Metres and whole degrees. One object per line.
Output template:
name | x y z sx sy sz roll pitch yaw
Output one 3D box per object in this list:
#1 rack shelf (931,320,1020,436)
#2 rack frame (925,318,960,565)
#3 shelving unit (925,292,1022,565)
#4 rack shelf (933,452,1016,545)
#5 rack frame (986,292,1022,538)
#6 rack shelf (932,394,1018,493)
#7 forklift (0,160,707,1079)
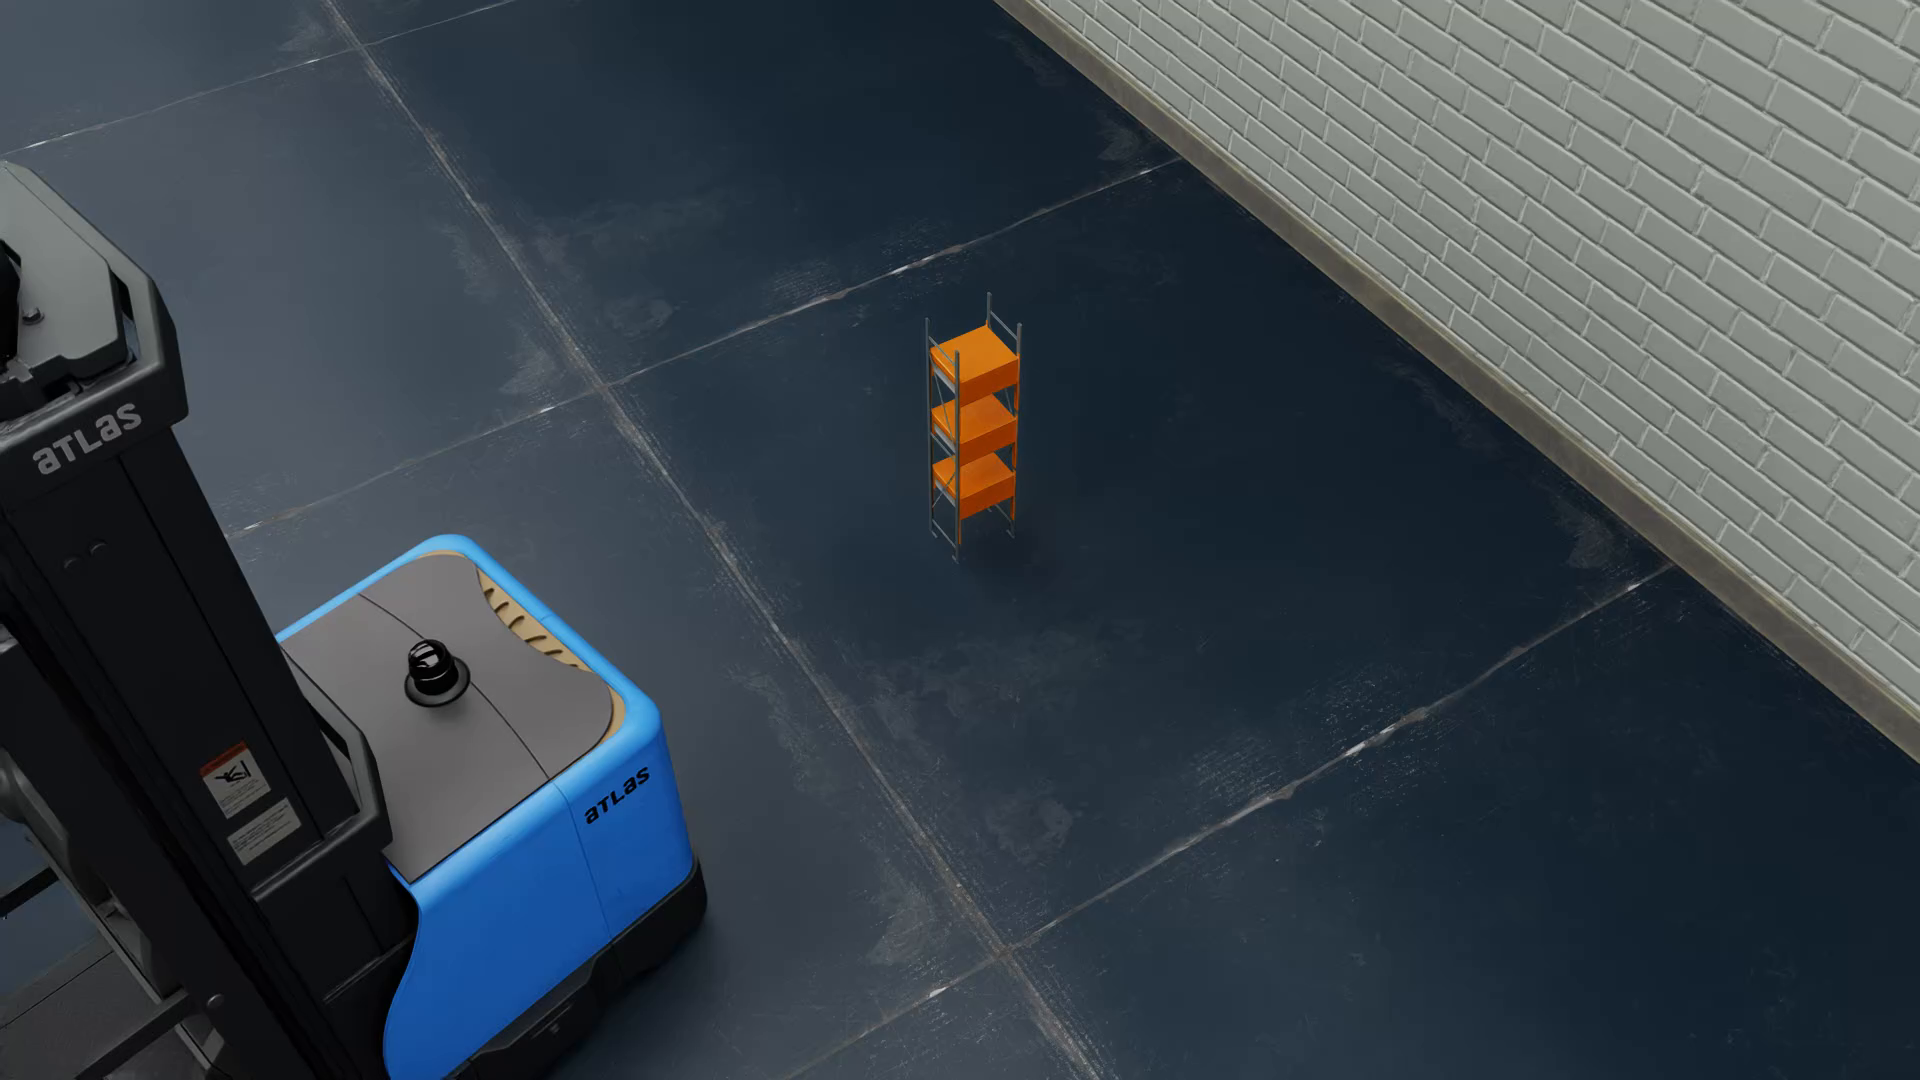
rack shelf | 0.045 -0.552 5.673 0.240 0.259 0.215 -25 53 -21
rack frame | -0.058 -0.322 5.834 0.008 1.050 0.200 -25 53 -21
shelving unit | 0.045 -0.370 5.877 0.252 1.050 0.215 -25 53 -21
rack shelf | 0.045 -0.179 6.092 0.240 0.259 0.215 -25 53 -21
rack frame | 0.148 -0.419 5.920 0.008 1.050 0.200 -25 53 -21
rack shelf | 0.045 -0.363 5.885 0.240 0.259 0.215 -25 53 -21
forklift | -2.169 0.737 3.631 1.130 2.935 3.031 36 57 28
